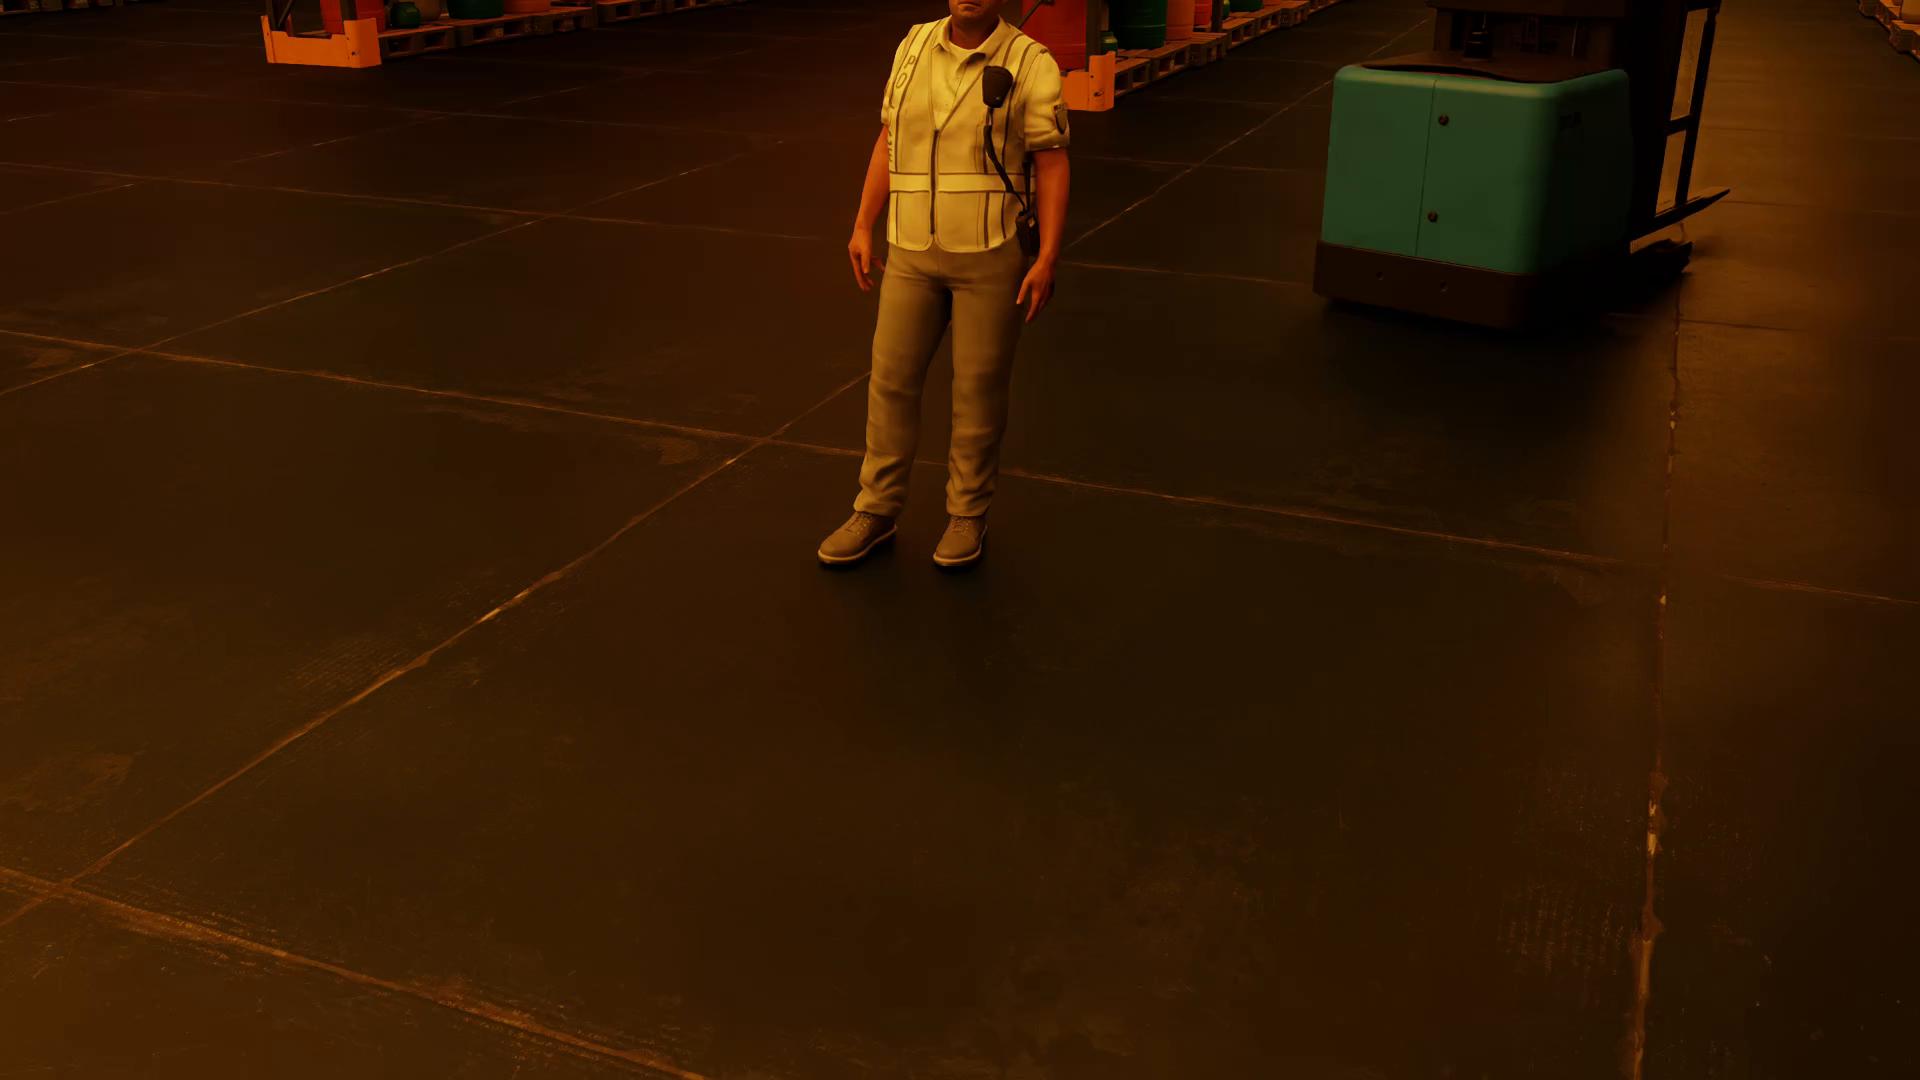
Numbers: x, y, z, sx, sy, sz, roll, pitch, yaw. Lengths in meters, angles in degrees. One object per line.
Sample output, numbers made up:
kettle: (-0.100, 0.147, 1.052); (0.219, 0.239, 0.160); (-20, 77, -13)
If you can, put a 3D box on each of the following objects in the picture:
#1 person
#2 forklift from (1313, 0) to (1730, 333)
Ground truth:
person: (-0.040, -0.803, 4.684); (0.641, 1.780, 0.574); (9, 24, 21)
forklift: (2.974, -2.725, 7.811); (1.130, 2.935, 3.031); (19, 29, 38)
